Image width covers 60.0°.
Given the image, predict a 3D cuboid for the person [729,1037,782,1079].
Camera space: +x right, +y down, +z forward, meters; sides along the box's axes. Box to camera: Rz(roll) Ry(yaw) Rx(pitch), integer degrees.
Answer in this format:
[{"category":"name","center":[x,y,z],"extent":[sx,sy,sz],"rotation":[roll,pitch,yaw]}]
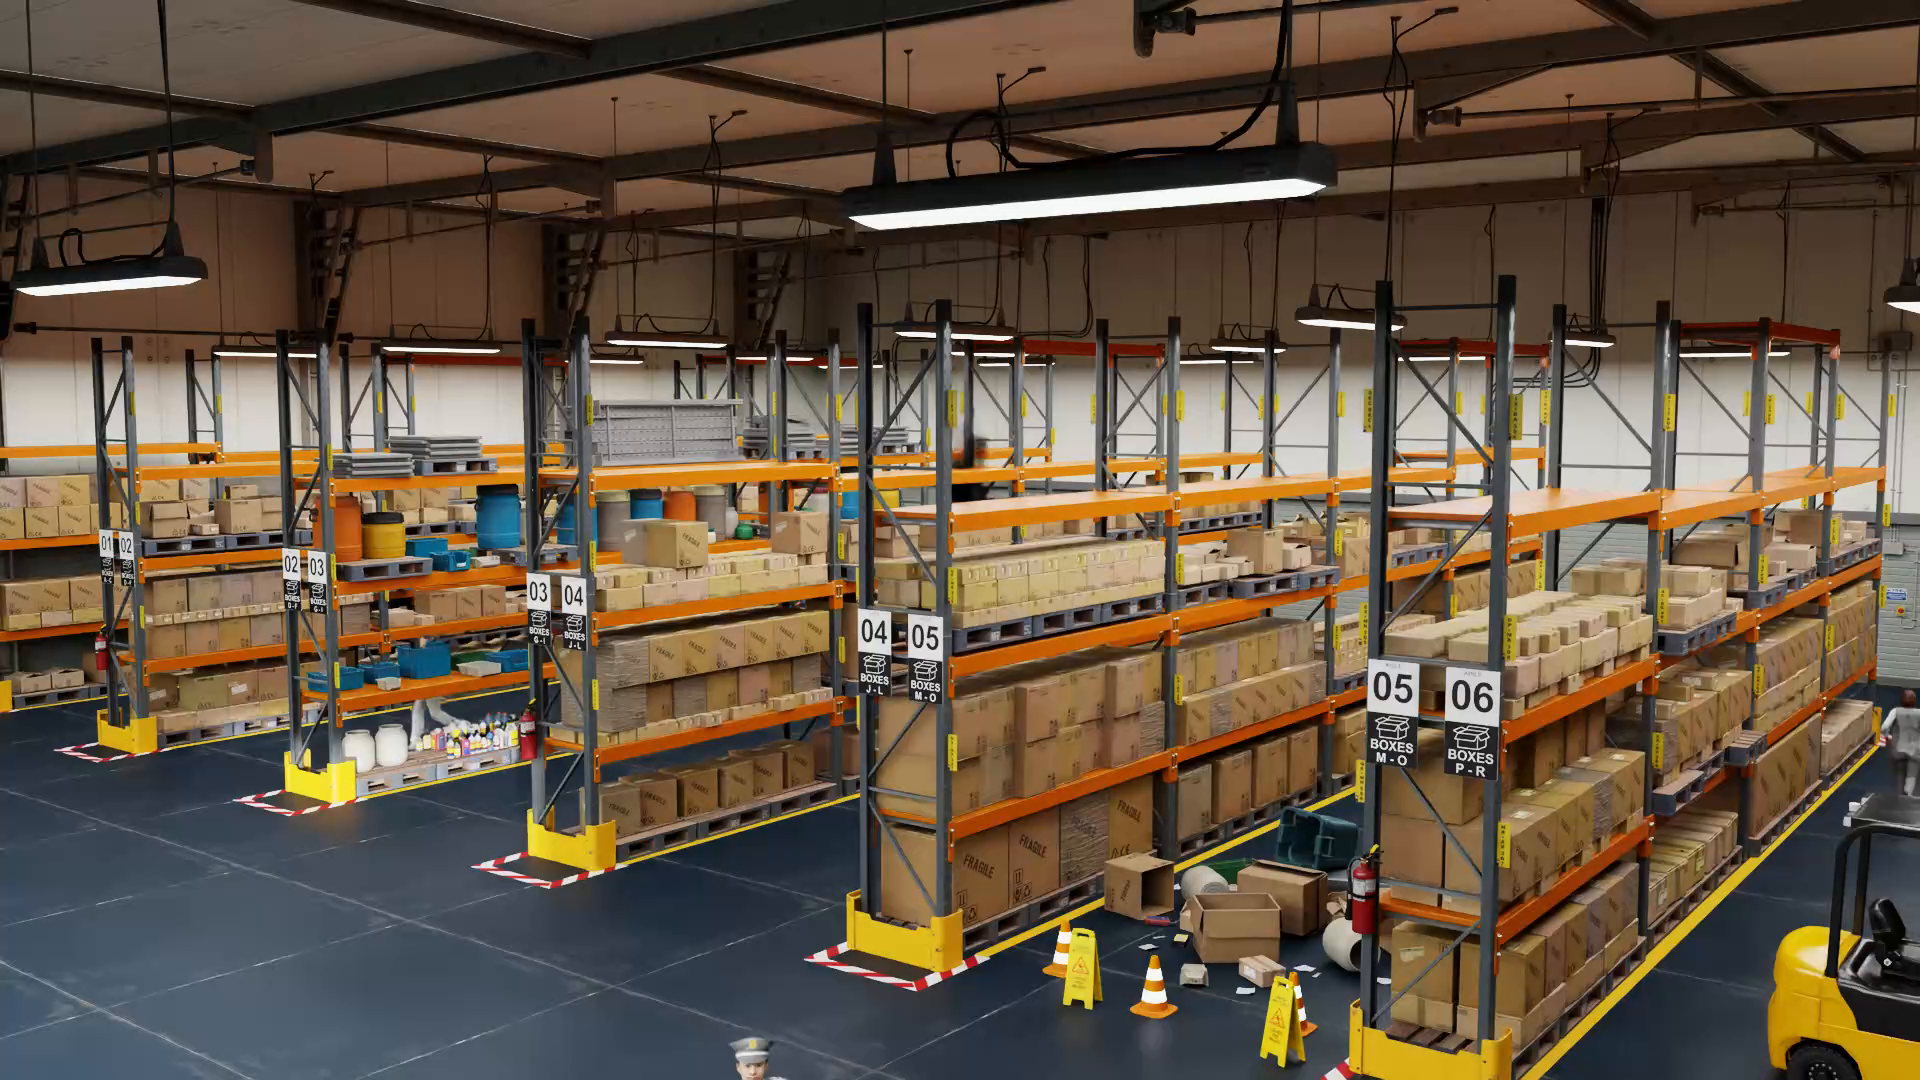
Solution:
[{"category":"person","center":[-1.094,3.545,9.061],"extent":[0.595,1.739,0.715],"rotation":[0,5,-5]}]

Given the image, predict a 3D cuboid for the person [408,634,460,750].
[{"category":"person","center":[-7.758,2.195,24.303],"extent":[0.565,1.652,0.901],"rotation":[4,6,36]}]

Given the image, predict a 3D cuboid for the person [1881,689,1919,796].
[{"category":"person","center":[11.530,2.613,20.278],"extent":[0.544,1.591,0.840],"rotation":[3,6,30]}]
